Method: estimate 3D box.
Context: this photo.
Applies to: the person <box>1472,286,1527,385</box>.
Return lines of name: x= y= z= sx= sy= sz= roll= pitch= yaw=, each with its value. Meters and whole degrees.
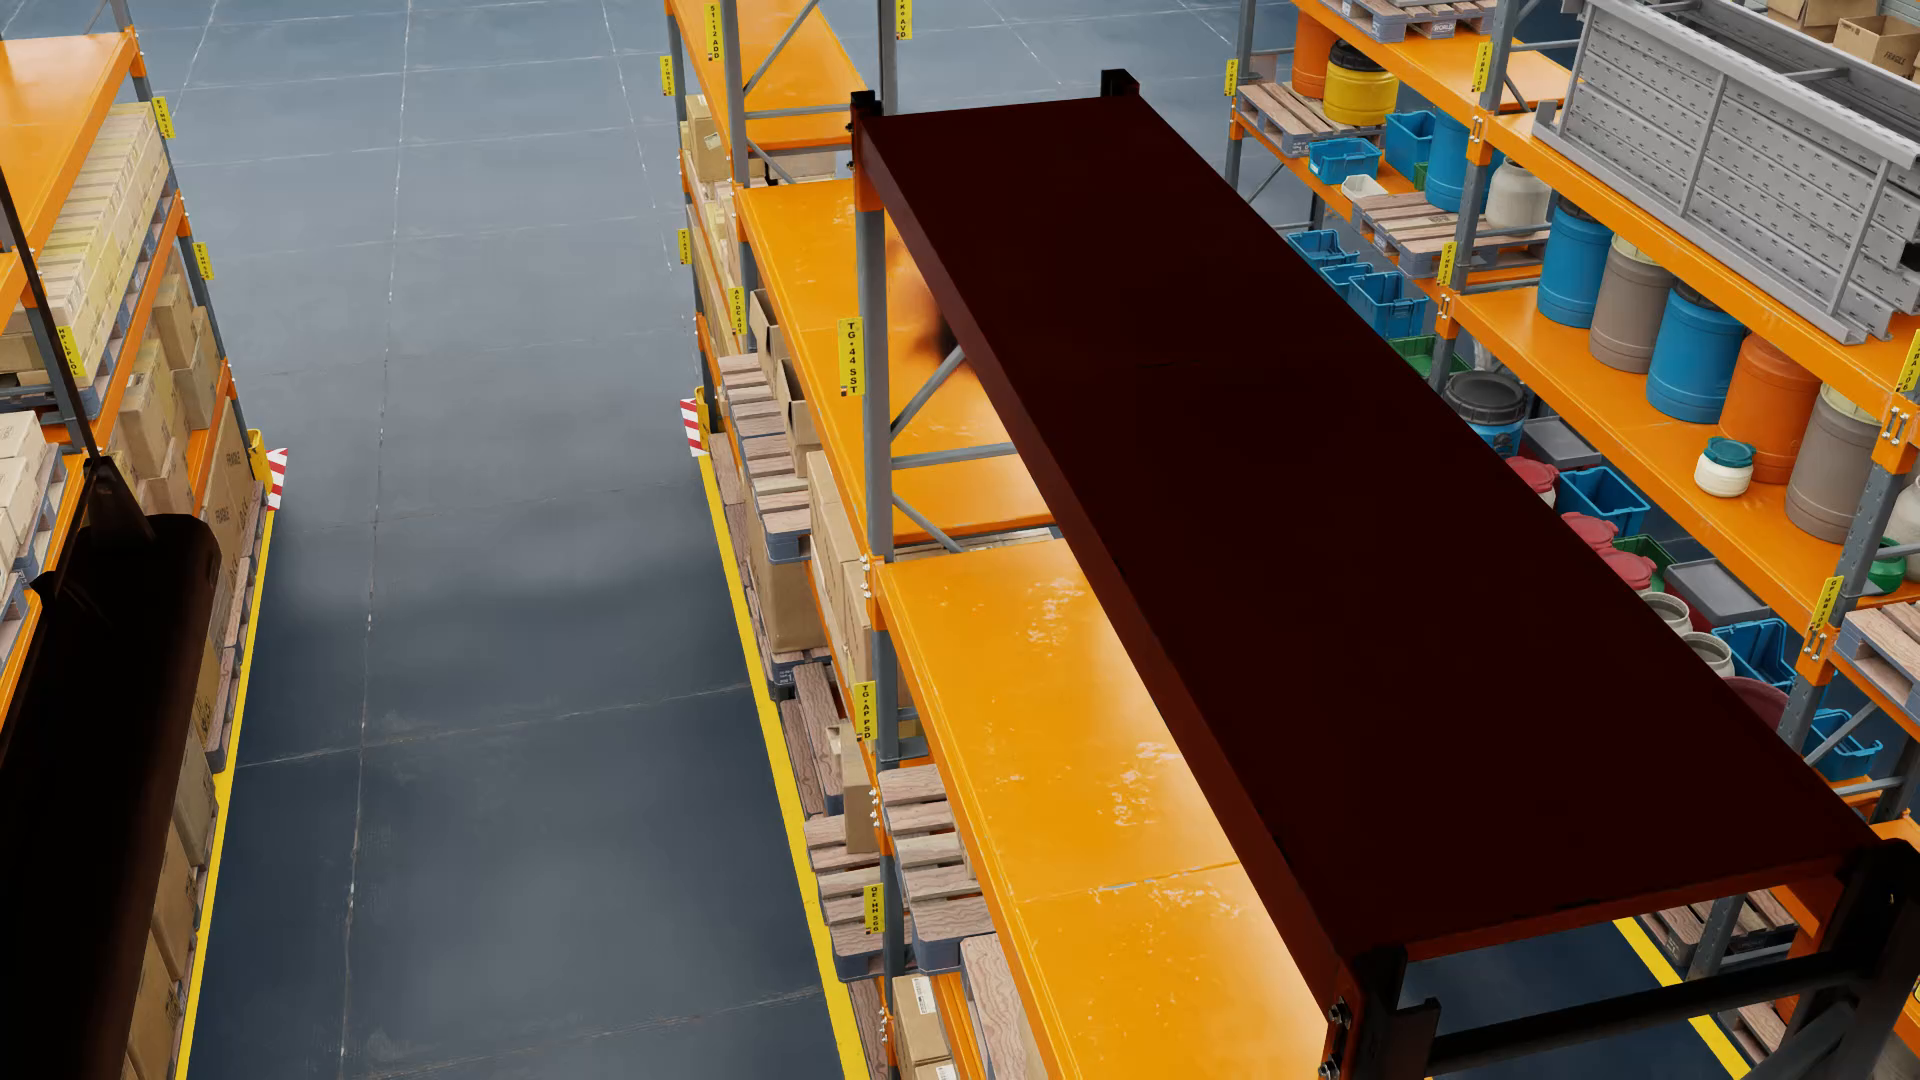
person: x=5.288 y=-2.245 z=15.847 sx=0.821 sy=1.736 sz=0.682 roll=22 pitch=40 yaw=28

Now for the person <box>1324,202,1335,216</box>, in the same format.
person: x=4.641 y=-4.394 z=19.164 sx=0.968 sy=1.616 sz=0.617 roll=15 pitch=37 yaw=20
